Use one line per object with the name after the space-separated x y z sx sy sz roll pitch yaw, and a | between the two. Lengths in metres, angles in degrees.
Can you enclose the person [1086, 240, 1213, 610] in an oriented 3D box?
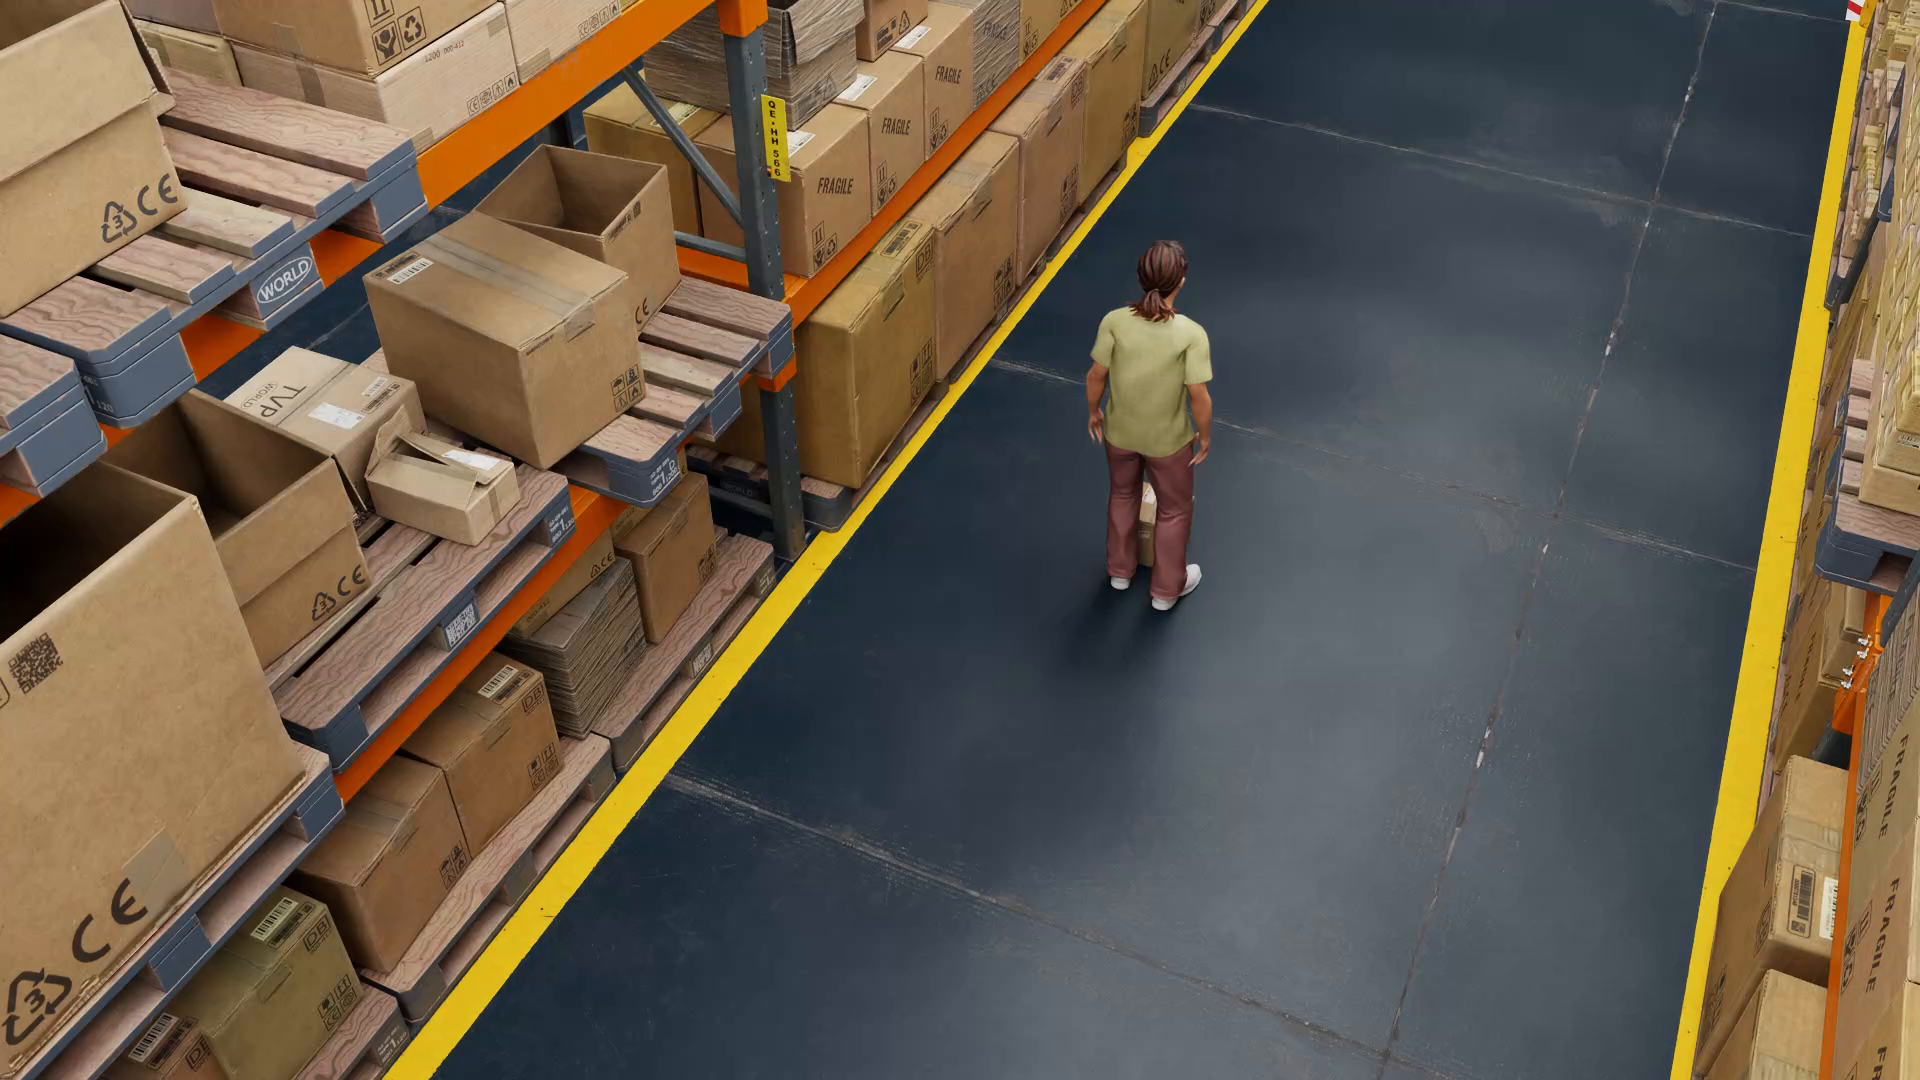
0.767 -0.451 6.659 0.519 1.673 0.408 15 44 16 | person
